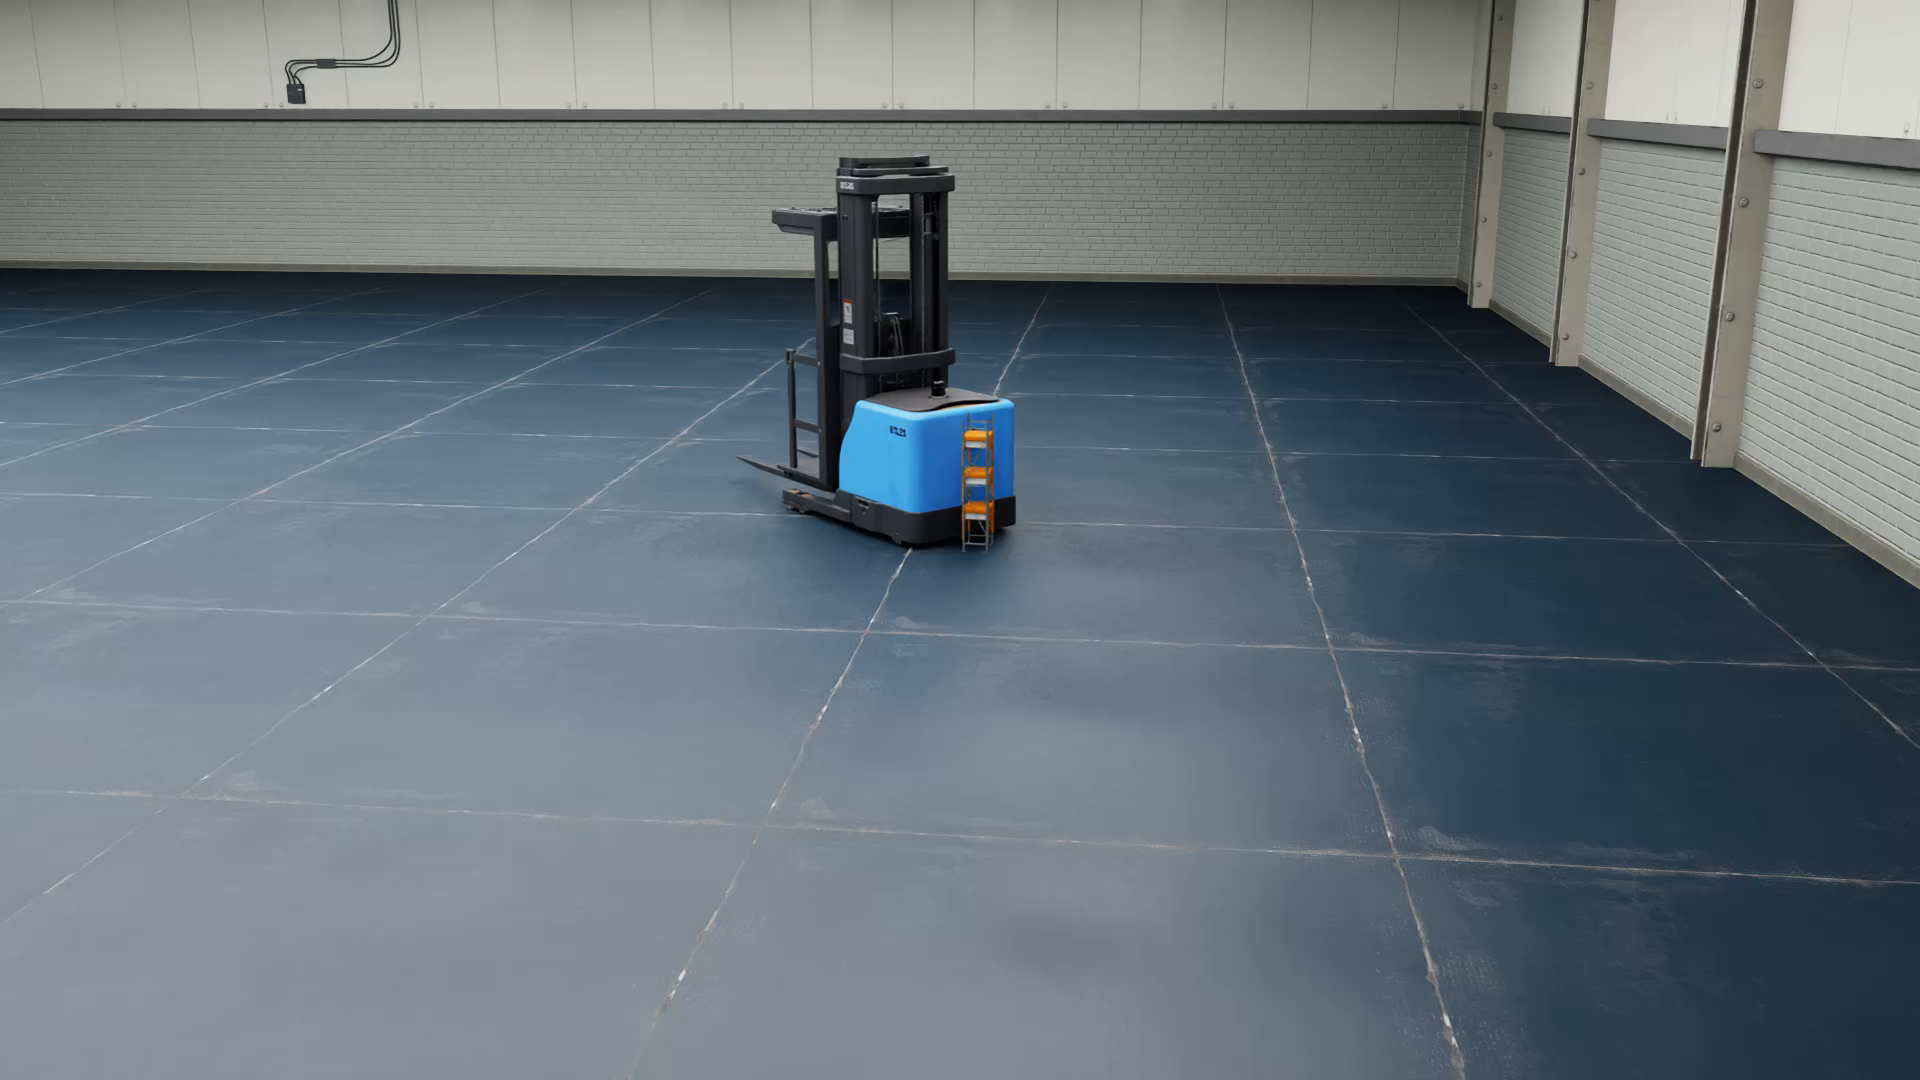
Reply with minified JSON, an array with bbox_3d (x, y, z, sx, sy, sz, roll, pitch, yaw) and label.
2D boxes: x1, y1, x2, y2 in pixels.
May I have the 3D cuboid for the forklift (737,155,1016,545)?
[{"bbox_3d":[-0.850,-1.704,13.850,1.130,2.935,3.031,-11,19,-36],"label":"forklift"}]

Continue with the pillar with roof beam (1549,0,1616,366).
[{"bbox_3d":[3.597,-6.765,20.942,9.100,9.000,0.400,2,15,6],"label":"pillar with roof beam"}]

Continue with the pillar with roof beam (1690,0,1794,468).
[{"bbox_3d":[2.920,-5.209,15.187,9.100,9.000,0.400,2,15,6],"label":"pillar with roof beam"}]

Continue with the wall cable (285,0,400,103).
[{"bbox_3d":[-11.670,-11.206,30.848,2.305,6.003,0.169,2,15,6],"label":"wall cable"}]

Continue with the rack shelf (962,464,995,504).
[{"bbox_3d":[0.140,-0.428,12.776,0.215,0.259,0.240,3,15,10],"label":"rack shelf"}]

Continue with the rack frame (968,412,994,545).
[{"bbox_3d":[0.161,-0.470,12.889,0.200,1.050,0.008,3,15,10],"label":"rack frame"}]

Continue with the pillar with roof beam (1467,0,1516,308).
[{"bbox_3d":[4.274,-8.321,26.697,9.100,9.000,0.400,2,15,6],"label":"pillar with roof beam"}]

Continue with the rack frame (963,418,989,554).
[{"bbox_3d":[0.119,-0.407,12.657,0.200,1.050,0.008,3,15,10],"label":"rack frame"}]

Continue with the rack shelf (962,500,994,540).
[{"bbox_3d":[0.140,-0.160,12.848,0.215,0.259,0.240,3,15,10],"label":"rack shelf"}]

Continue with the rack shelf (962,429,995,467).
[{"bbox_3d":[0.140,-0.702,12.702,0.215,0.259,0.240,3,15,10],"label":"rack shelf"}]

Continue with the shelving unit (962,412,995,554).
[{"bbox_3d":[0.140,-0.439,12.773,0.215,1.050,0.252,3,15,10],"label":"shelving unit"}]
